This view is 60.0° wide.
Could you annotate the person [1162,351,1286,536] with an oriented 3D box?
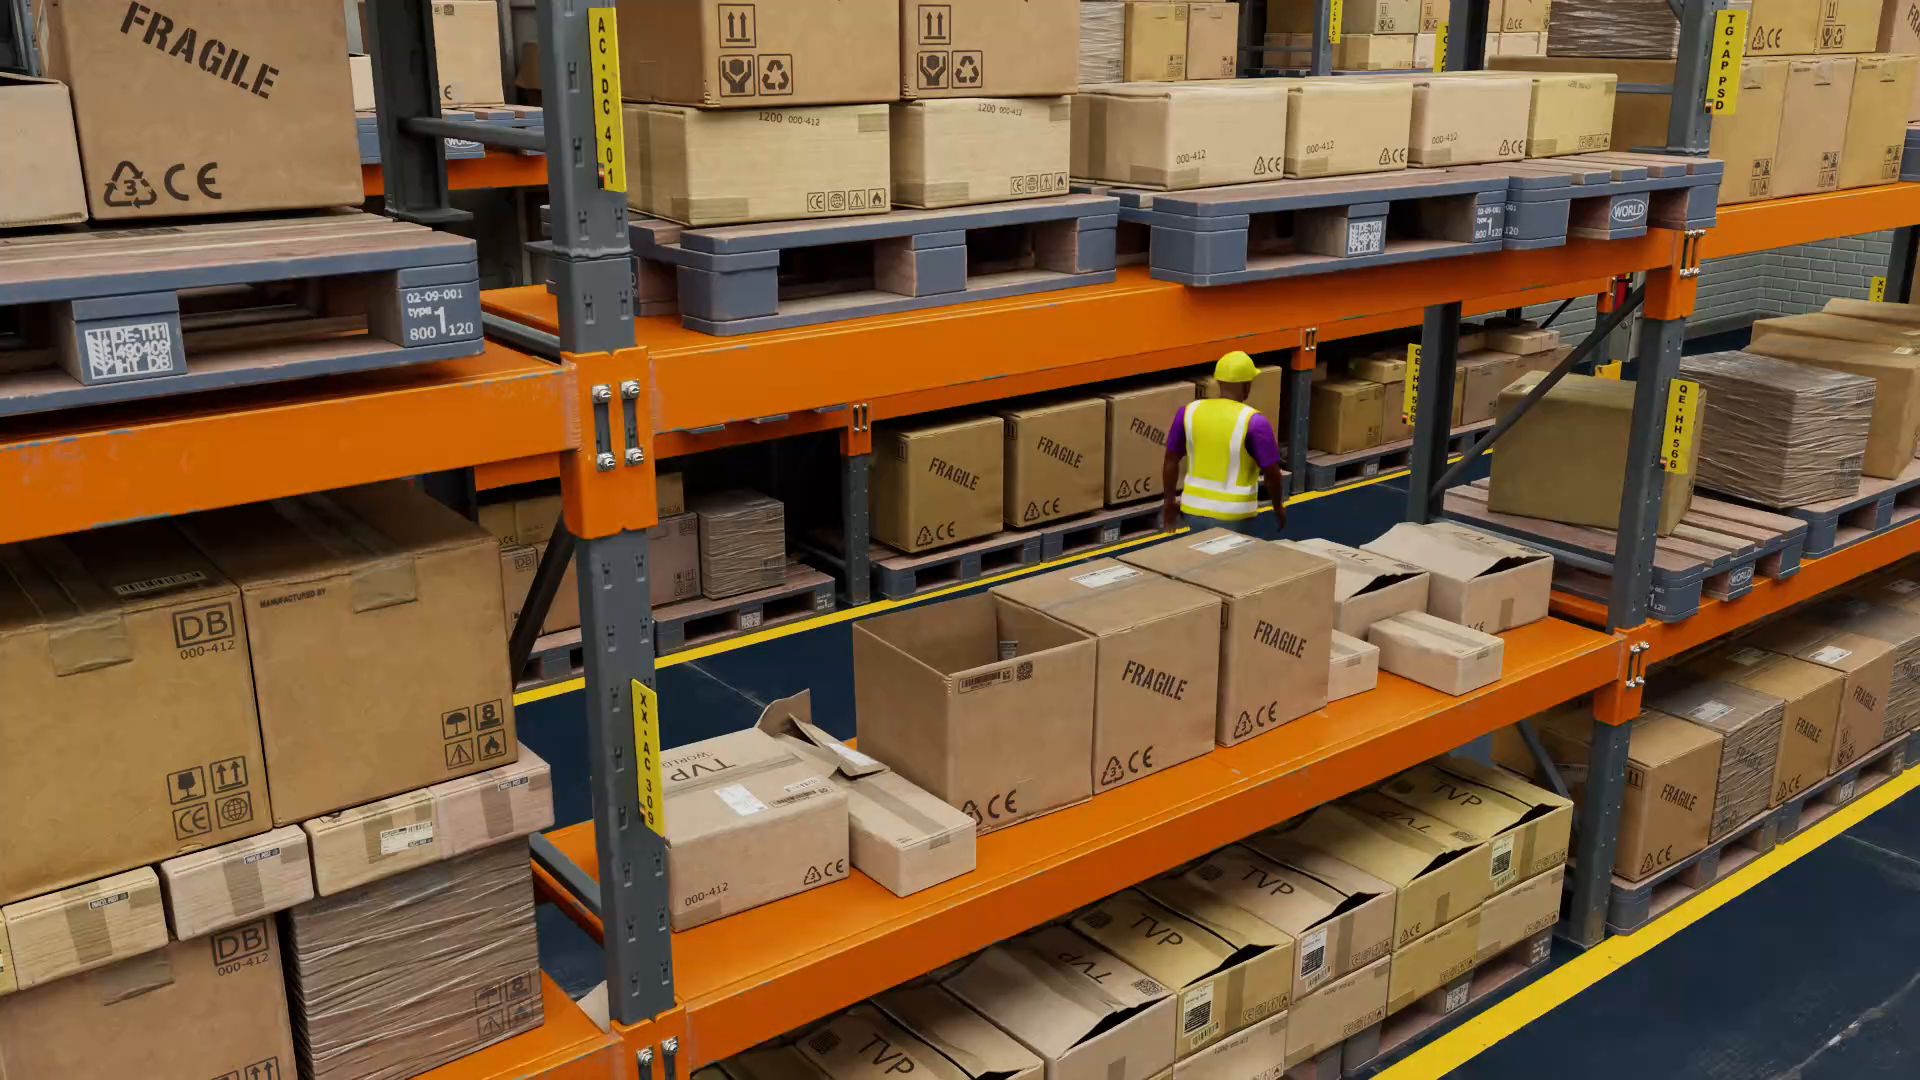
[{"bbox_3d":[1.392,-0.140,8.969,0.670,1.747,0.688,16,24,41],"label":"person"}]
